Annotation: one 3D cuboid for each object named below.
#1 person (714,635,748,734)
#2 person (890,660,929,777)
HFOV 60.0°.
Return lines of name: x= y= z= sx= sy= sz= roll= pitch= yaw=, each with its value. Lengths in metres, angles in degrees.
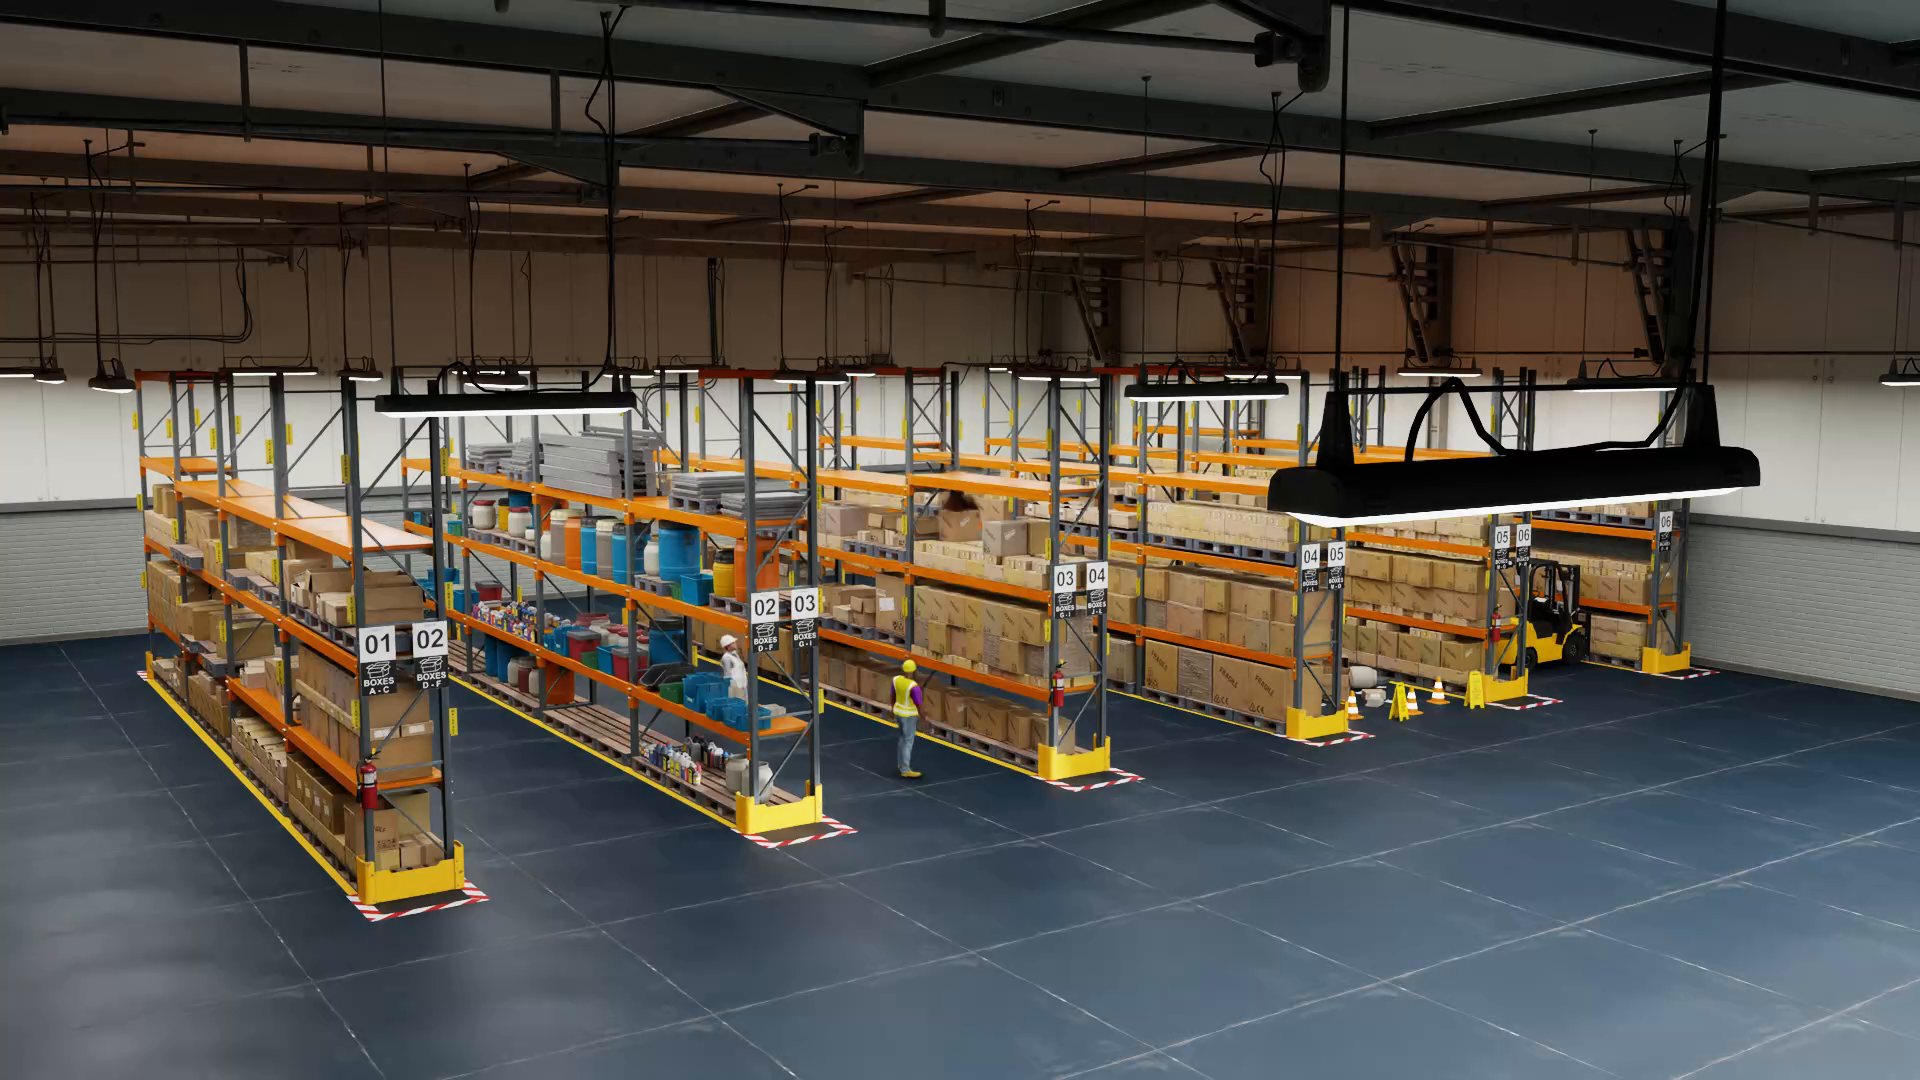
person: x=-3.719 y=2.407 z=27.206 sx=0.912 sy=1.720 sz=0.512 roll=5 pitch=8 yaw=38
person: x=-0.781 y=2.661 z=24.967 sx=0.480 sy=1.801 sz=0.694 roll=-4 pitch=8 yaw=-32
